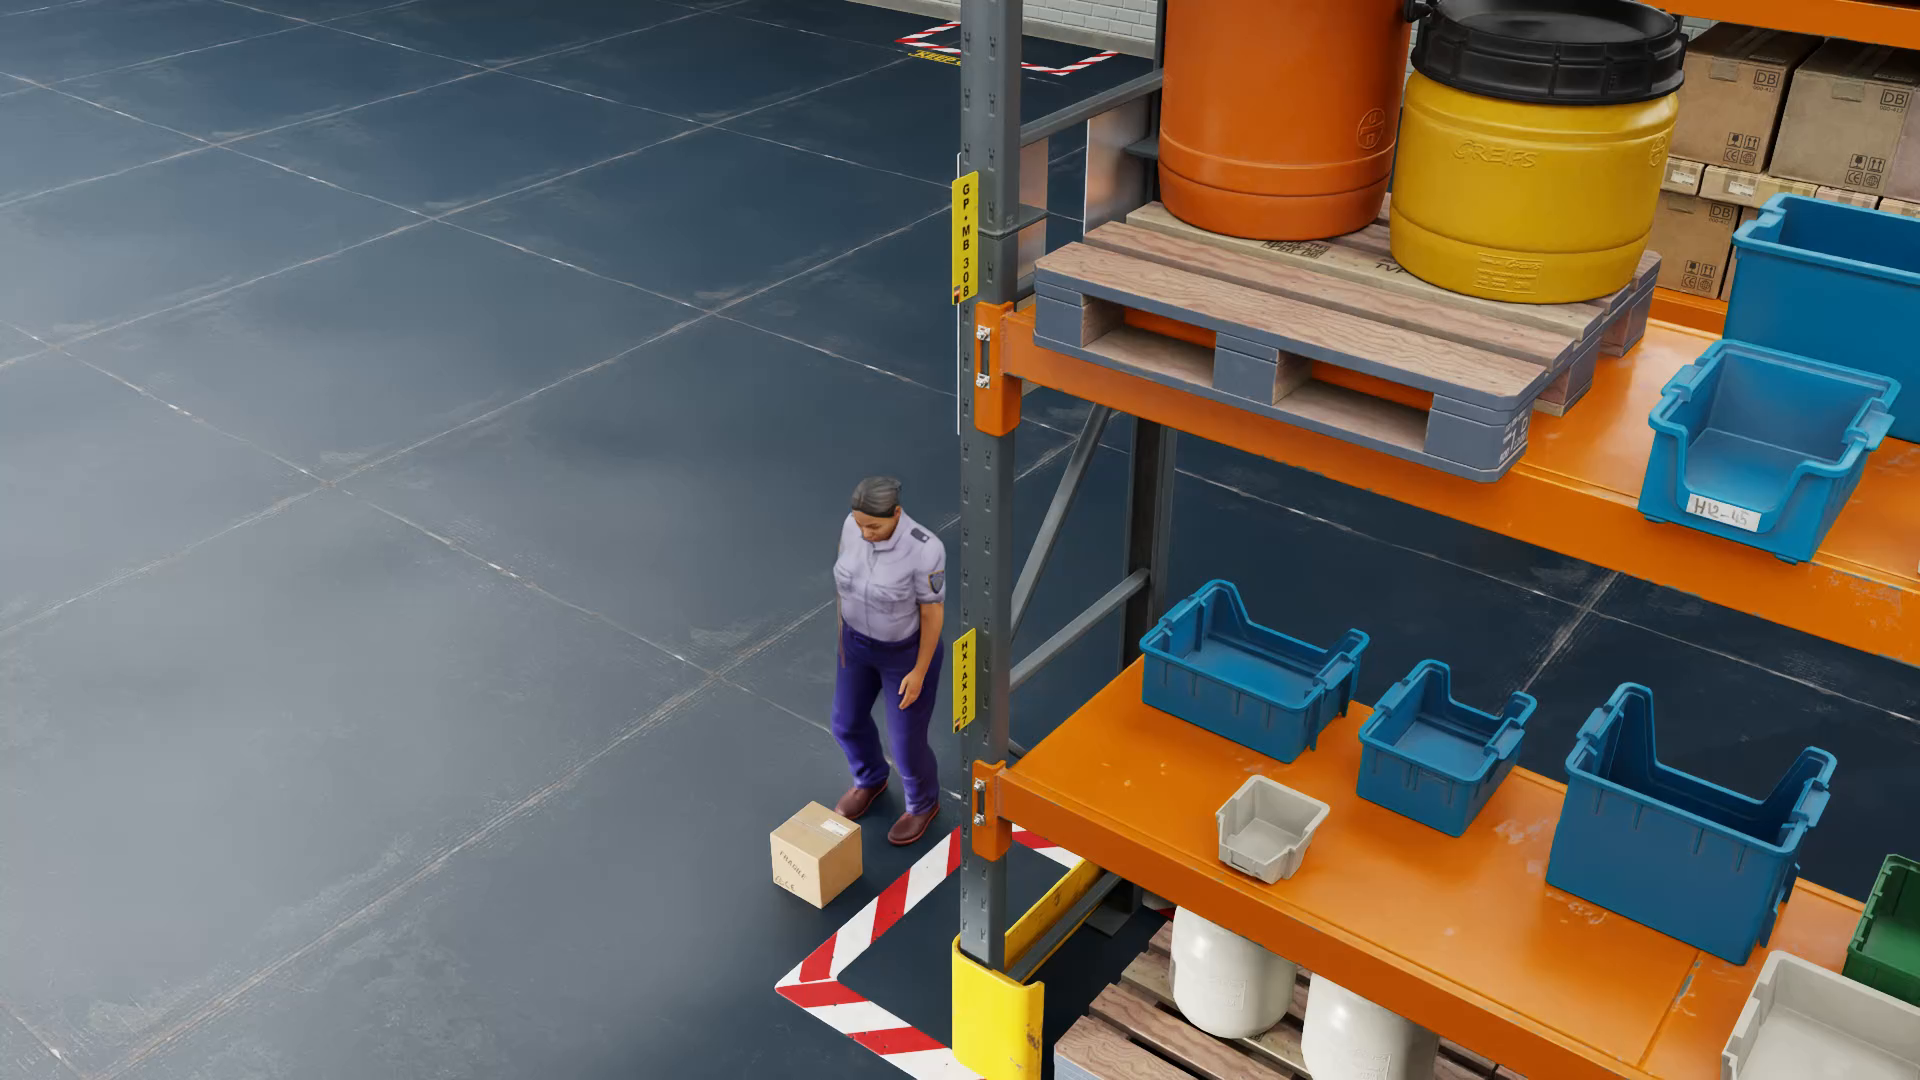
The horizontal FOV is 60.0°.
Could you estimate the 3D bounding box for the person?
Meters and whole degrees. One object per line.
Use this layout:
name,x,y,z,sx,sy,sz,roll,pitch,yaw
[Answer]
person,-0.261,0.442,6.453,0.489,1.621,0.366,20,37,30
